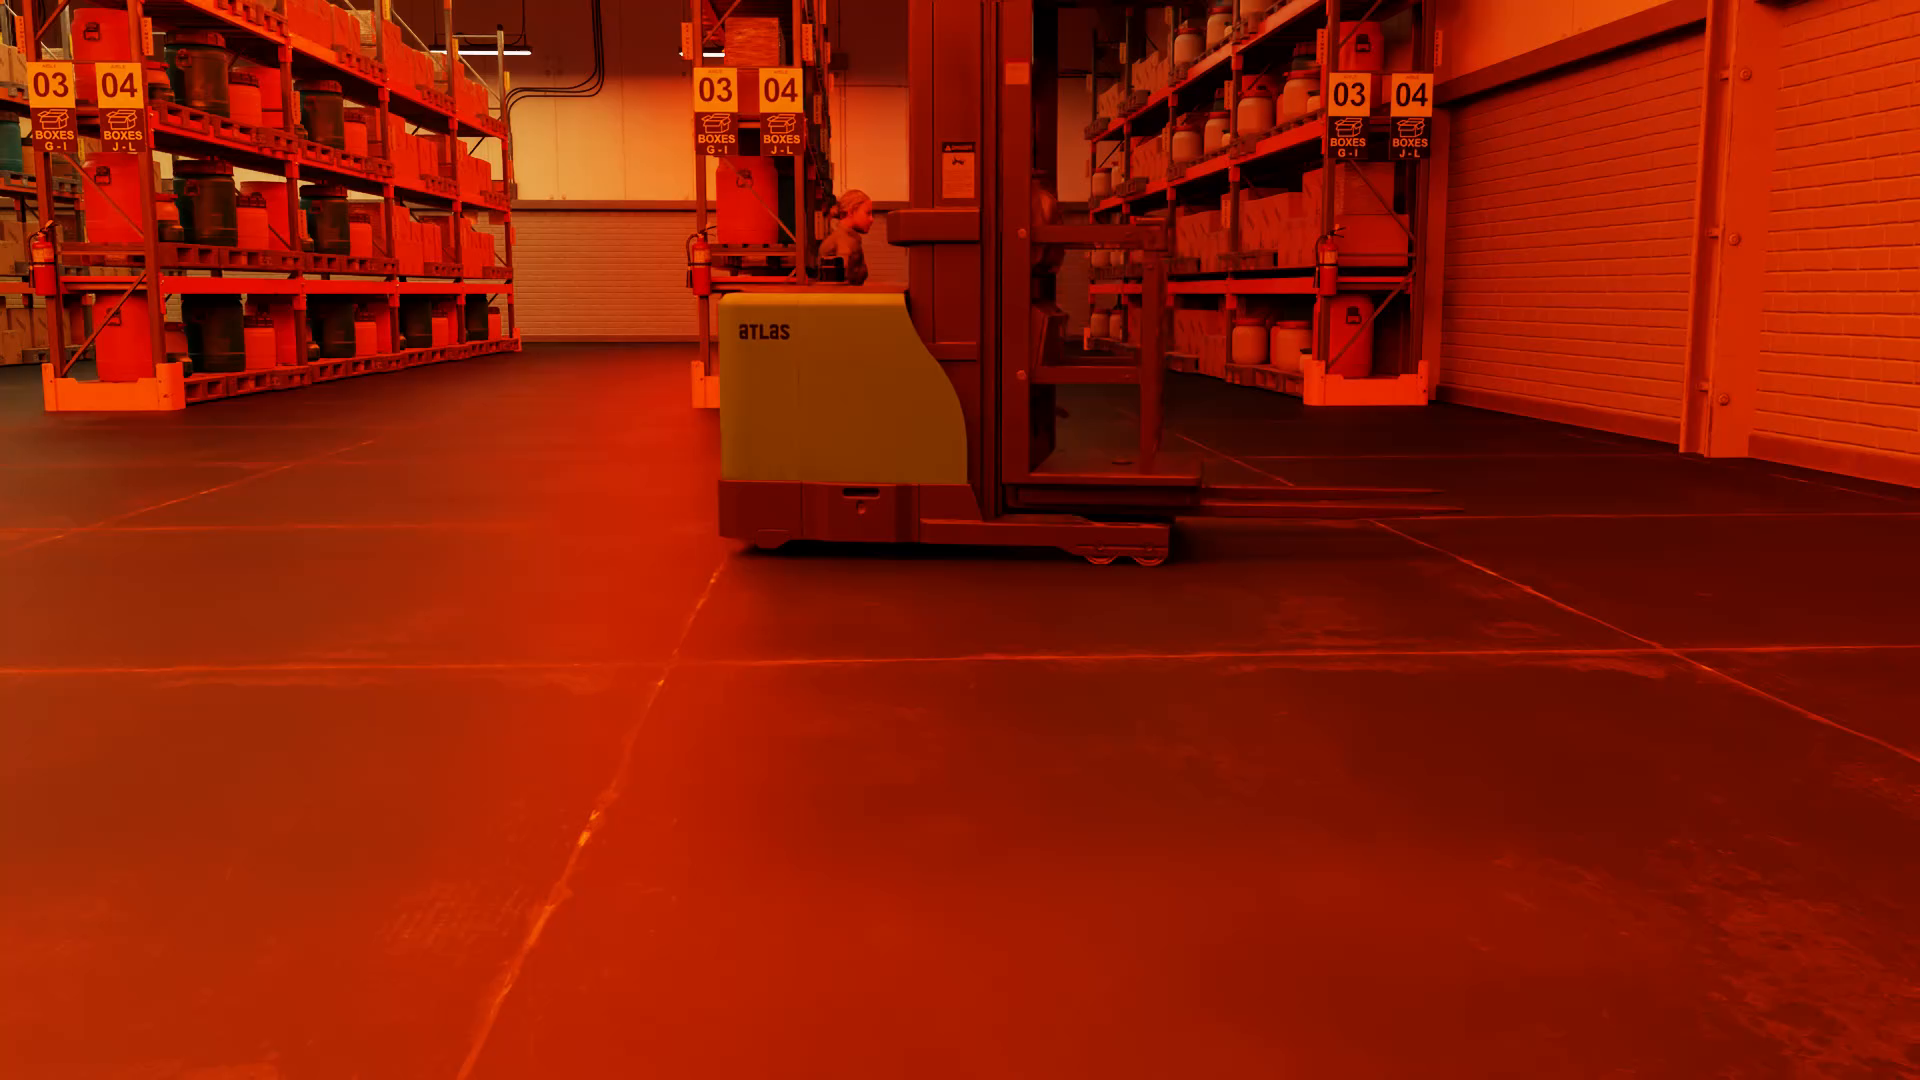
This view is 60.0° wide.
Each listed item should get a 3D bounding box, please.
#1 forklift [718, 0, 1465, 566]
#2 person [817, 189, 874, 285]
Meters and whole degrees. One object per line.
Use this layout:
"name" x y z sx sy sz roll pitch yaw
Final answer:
"forklift" 0.555 -1.430 6.959 3.031 2.935 1.130 1 9 9
"person" -0.617 -1.138 9.360 0.382 1.651 0.563 -3 9 -18
